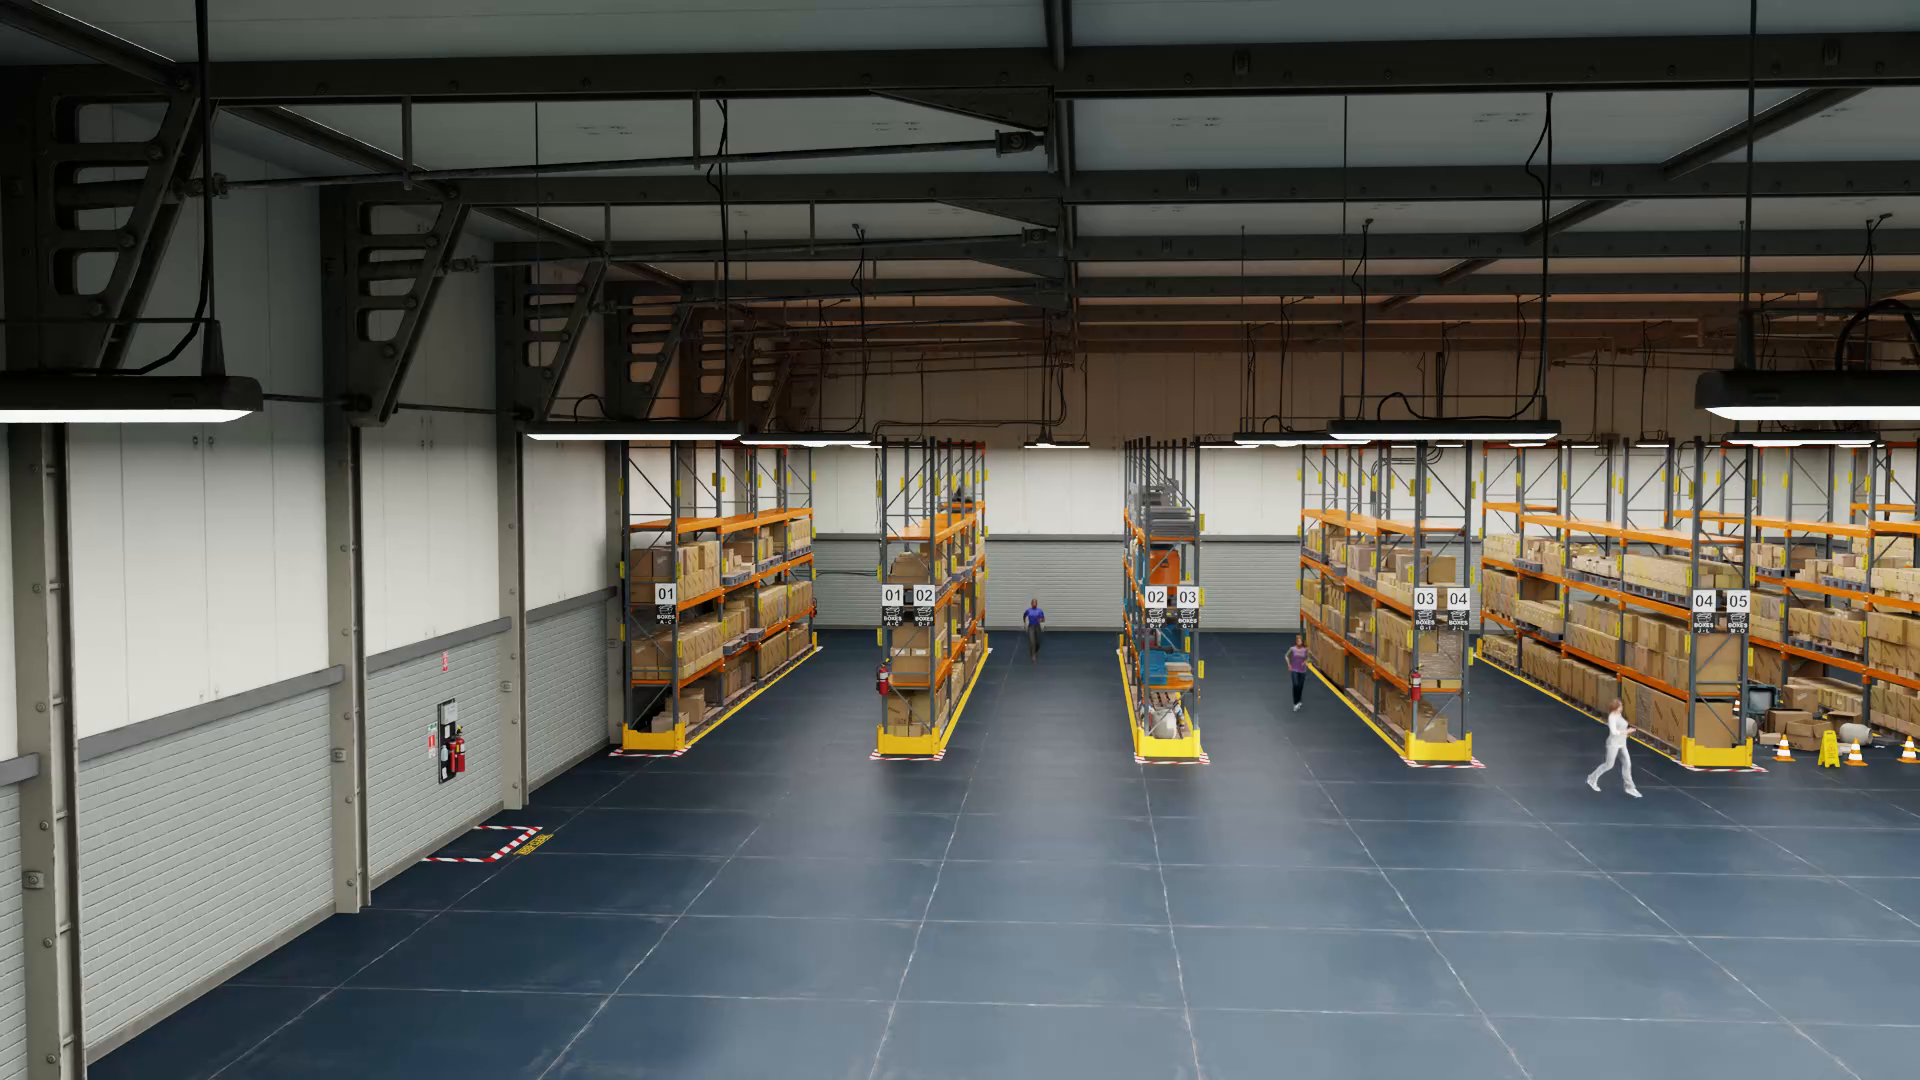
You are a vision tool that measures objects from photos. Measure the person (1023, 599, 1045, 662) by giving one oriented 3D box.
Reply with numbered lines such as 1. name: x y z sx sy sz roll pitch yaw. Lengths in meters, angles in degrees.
1. person: 1.963 2.379 44.027 0.583 1.620 0.924 0 3 -2

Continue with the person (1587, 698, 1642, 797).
1. person: 10.854 3.422 27.555 0.863 1.603 0.530 3 4 42

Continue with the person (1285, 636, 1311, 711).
1. person: 7.504 3.006 36.902 0.539 1.558 0.634 0 3 0
